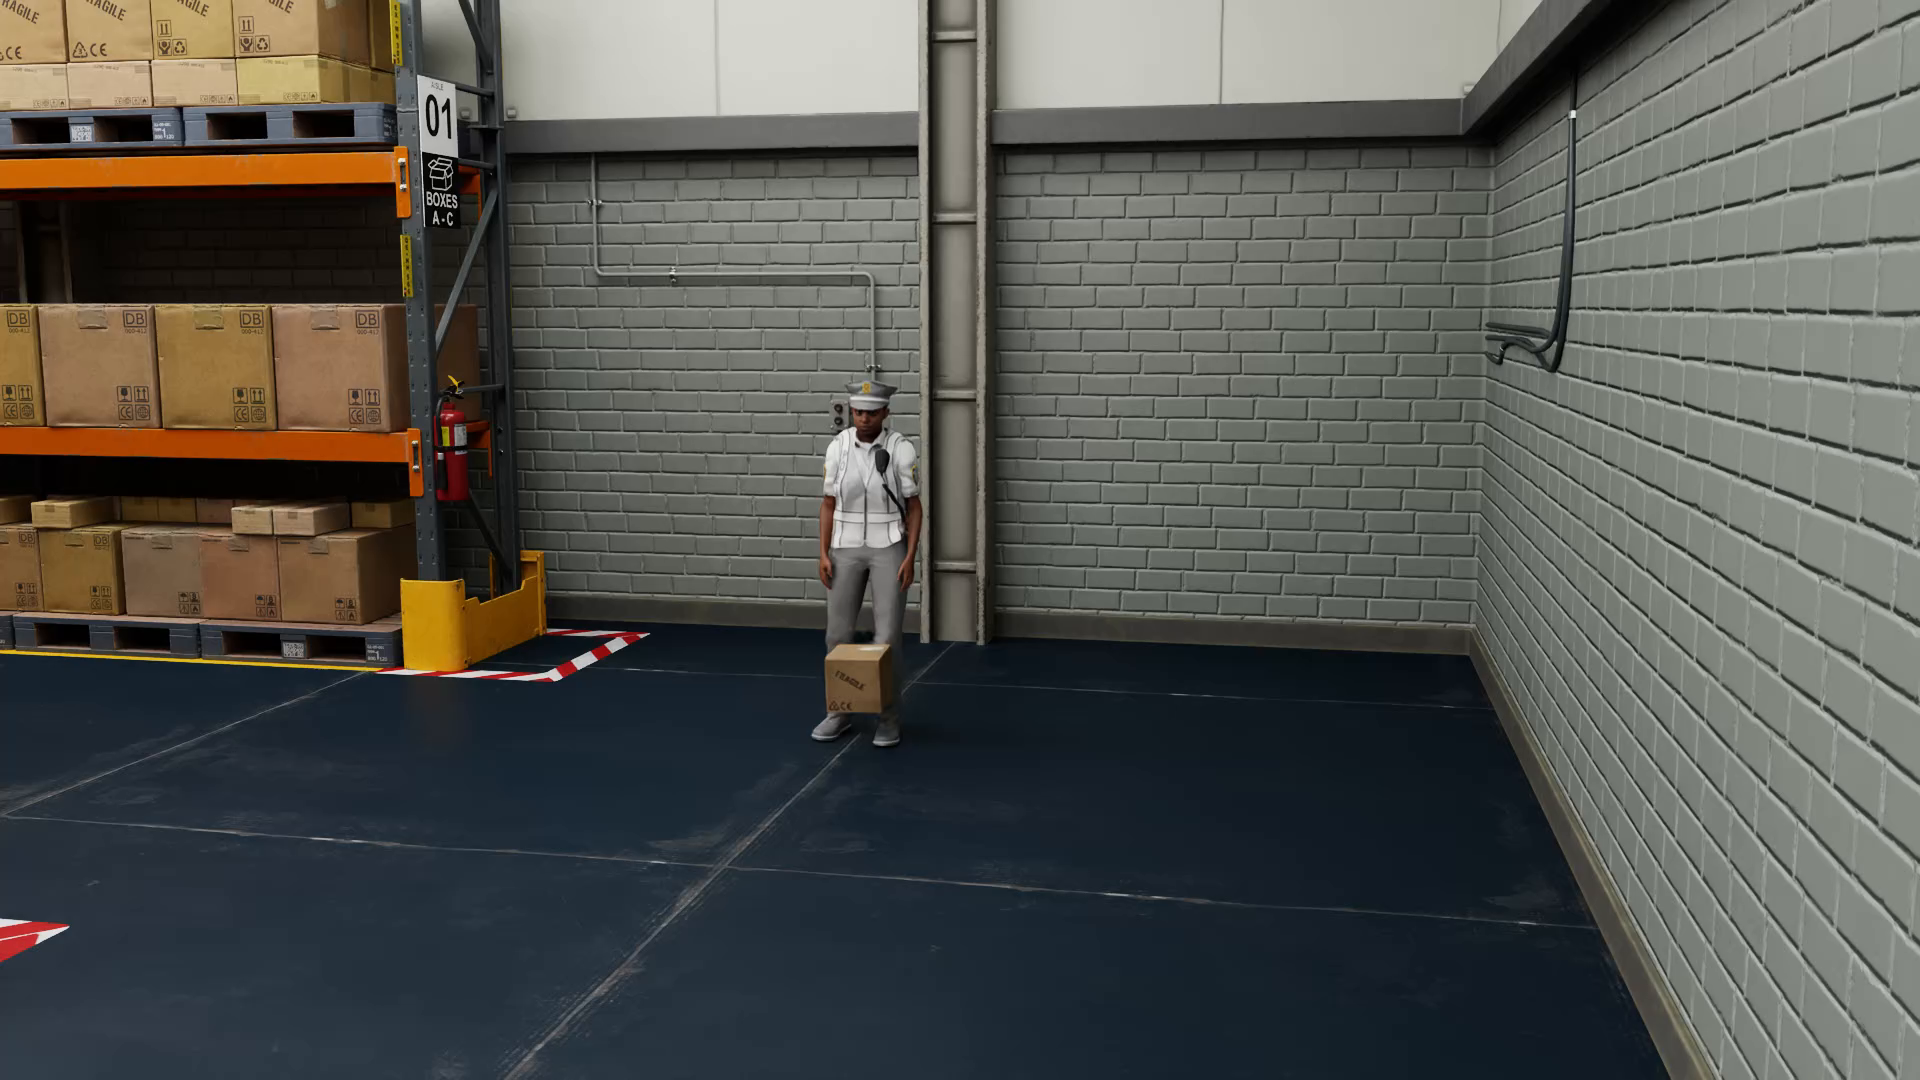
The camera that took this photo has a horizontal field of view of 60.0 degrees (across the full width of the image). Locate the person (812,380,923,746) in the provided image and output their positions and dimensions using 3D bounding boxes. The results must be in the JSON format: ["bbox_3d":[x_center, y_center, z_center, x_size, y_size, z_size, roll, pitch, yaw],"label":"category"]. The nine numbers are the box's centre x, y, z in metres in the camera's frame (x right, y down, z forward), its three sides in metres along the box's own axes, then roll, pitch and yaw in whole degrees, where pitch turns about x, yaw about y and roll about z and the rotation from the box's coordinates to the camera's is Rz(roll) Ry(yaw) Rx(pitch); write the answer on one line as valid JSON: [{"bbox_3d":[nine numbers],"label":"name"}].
[{"bbox_3d":[-0.428,0.092,7.651,0.498,1.665,0.424,1,8,9],"label":"person"}]
